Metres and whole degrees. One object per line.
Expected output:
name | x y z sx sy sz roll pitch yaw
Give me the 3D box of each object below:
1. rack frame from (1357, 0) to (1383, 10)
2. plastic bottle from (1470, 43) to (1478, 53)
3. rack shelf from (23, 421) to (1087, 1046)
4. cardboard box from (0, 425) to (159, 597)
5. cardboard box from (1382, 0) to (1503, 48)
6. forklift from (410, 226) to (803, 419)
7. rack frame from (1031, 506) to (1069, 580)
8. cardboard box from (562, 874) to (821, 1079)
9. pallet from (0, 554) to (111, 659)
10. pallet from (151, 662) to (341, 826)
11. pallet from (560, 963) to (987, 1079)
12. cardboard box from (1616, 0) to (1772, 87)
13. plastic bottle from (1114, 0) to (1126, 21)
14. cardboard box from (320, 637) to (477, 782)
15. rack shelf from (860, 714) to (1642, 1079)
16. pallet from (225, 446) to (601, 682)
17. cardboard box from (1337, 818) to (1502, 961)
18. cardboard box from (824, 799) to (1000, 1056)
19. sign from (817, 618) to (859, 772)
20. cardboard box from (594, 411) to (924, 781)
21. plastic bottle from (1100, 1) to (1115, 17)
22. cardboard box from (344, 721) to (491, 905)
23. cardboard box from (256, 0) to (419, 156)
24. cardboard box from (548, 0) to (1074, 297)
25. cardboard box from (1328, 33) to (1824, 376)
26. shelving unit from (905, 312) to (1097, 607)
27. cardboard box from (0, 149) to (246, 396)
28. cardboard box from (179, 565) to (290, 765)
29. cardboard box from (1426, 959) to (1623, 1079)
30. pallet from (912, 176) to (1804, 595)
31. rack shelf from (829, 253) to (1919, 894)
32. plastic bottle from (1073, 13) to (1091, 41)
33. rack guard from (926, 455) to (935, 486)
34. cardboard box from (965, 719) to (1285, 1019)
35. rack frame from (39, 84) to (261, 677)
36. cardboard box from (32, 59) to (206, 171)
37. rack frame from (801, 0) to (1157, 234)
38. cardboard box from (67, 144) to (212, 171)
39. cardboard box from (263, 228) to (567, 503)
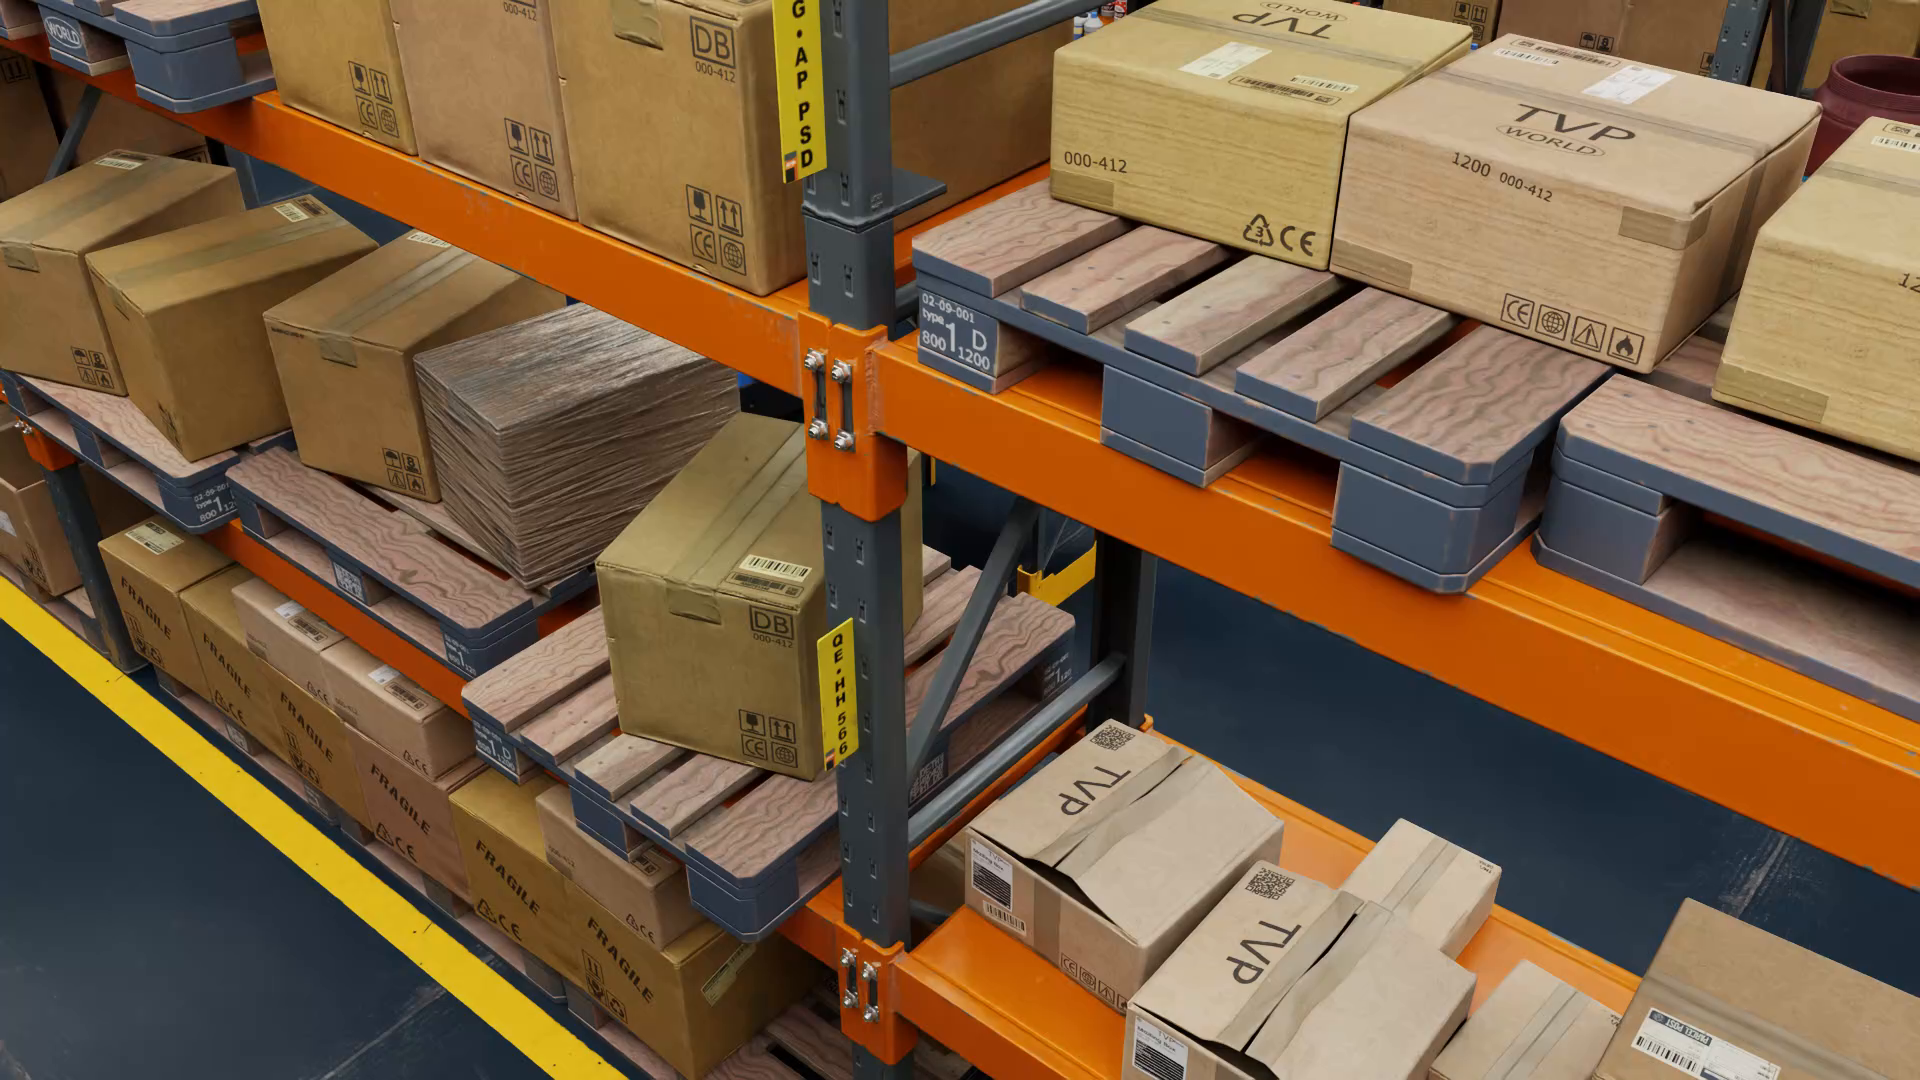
rack frame | 3.375 -5.252 12.248 0.127 3.000 1.000 25 42 32
plastic bottle | 2.447 -2.246 7.984 0.097 0.271 0.097 0 34 0
rack shelf | -1.429 0.078 5.123 4.000 0.370 1.077 25 42 32
cardboard box | -3.585 -0.177 6.678 0.500 0.500 0.500 25 42 32
cardboard box | 3.880 -4.326 12.405 0.875 0.875 1.225 25 42 32
forklift | -1.897 -2.361 8.099 1.130 2.935 3.031 -28 43 -34
rack frame | 0.456 -0.403 6.512 0.032 1.500 0.500 25 42 32
cardboard box | -0.761 1.118 4.792 0.500 0.500 0.500 27 43 34
pallet | -3.493 -0.043 7.126 1.213 0.211 1.003 25 42 32
pallet | -2.317 0.485 6.358 1.213 0.211 1.003 25 42 32
pallet | -0.442 1.368 5.071 1.213 0.211 1.003 25 42 32
cardboard box | 5.252 -3.685 11.473 0.875 0.875 1.225 25 42 32
plastic bottle | 0.886 -2.908 9.010 0.097 0.201 0.097 0 34 0
cardboard box | -1.596 0.422 5.143 0.500 0.250 0.500 24 41 31
rack shelf | 1.645 1.527 3.013 4.000 0.370 1.077 25 42 32
pallet | -1.389 -0.118 4.941 1.213 0.211 1.003 25 42 32
cardboard box | 0.976 0.815 3.636 0.250 0.149 0.380 25 42 32
cardboard box | -0.059 1.065 4.868 0.500 0.500 0.500 27 43 34
sign | -0.232 0.301 3.210 0.005 0.325 0.100 25 42 32
cardboard box | -0.448 0.112 3.978 0.500 0.500 0.700 12 36 17
plastic bottle | 0.822 -2.983 9.119 0.097 0.201 0.097 0 34 0
cardboard box | -1.566 0.743 5.338 0.500 0.500 0.500 24 41 30
cardboard box | -1.040 -1.289 3.739 0.500 0.500 0.910 25 42 32
cardboard box | -0.249 -0.915 3.195 0.500 0.500 0.910 25 42 32
cardboard box | 0.907 -0.520 2.470 0.500 0.250 0.500 26 42 33
shelving unit | 0.059 -0.591 6.785 1.083 1.500 0.587 25 42 32
cardboard box | -2.745 -0.889 5.435 0.500 0.500 0.700 12 36 17
cardboard box | -2.333 0.375 5.873 0.500 0.500 0.500 26 42 32
cardboard box | 1.124 1.047 3.298 0.250 0.149 0.380 29 44 35
pallet | 0.687 -0.446 2.767 1.003 0.211 1.213 27 43 34
rack shelf | 1.645 0.290 2.164 4.000 0.370 1.077 25 42 32
plastic bottle | 0.599 -2.580 8.466 0.135 0.276 0.152 25 42 32
rack guard | -0.324 -0.256 7.402 0.087 0.250 0.587 25 42 32
cardboard box | 0.360 0.693 3.670 0.500 0.311 0.500 28 43 35
rack frame | -2.966 -0.943 5.974 0.127 3.000 1.000 25 42 32
cardboard box | -3.148 -1.690 6.089 0.500 0.500 0.500 26 42 33
rack frame | 0.108 -1.967 2.166 0.127 3.000 1.000 25 42 32
cardboard box | -3.183 -1.288 6.387 0.500 0.500 0.500 26 42 33
cardboard box | -1.569 -0.544 4.934 0.500 0.500 0.700 15 37 20
